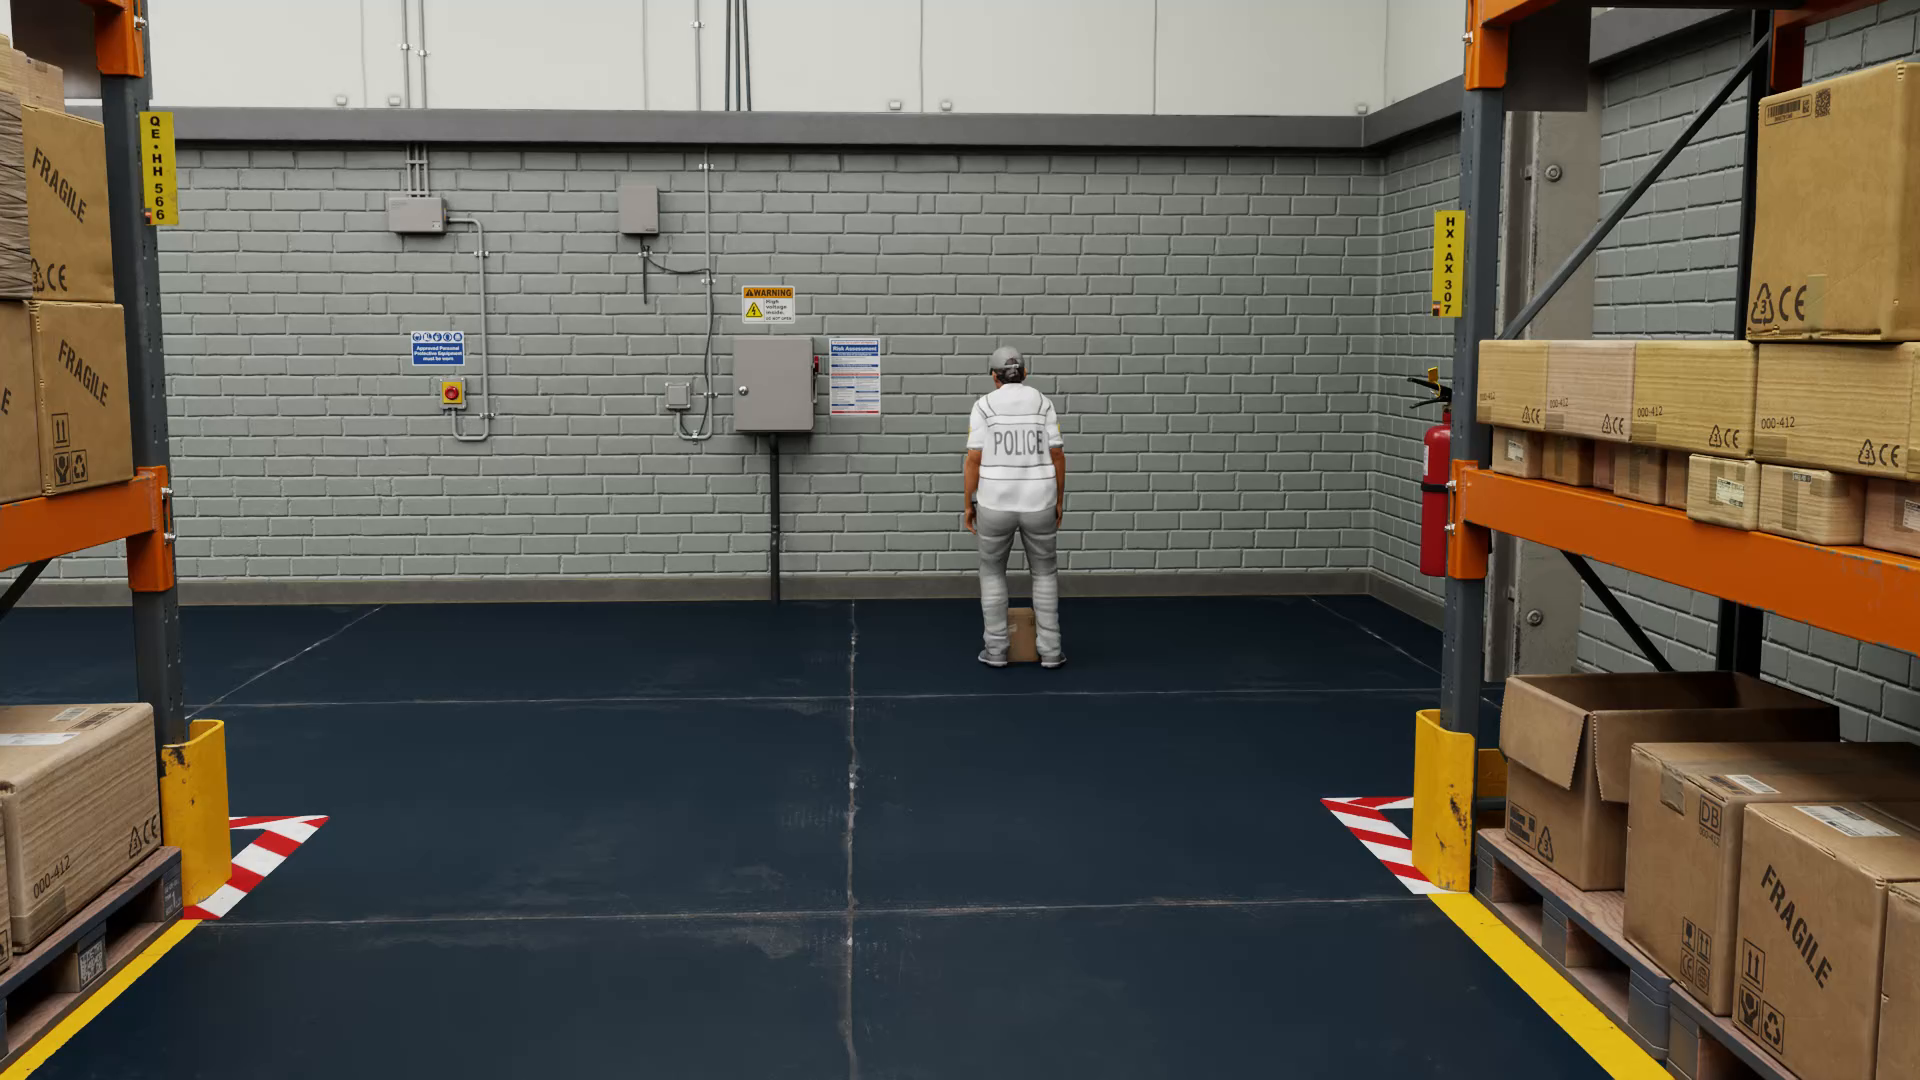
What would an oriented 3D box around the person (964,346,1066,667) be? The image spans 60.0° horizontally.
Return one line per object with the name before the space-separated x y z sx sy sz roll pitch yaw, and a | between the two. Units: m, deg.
person | 0.293 -0.168 8.605 0.562 1.665 0.471 -1 7 -7
